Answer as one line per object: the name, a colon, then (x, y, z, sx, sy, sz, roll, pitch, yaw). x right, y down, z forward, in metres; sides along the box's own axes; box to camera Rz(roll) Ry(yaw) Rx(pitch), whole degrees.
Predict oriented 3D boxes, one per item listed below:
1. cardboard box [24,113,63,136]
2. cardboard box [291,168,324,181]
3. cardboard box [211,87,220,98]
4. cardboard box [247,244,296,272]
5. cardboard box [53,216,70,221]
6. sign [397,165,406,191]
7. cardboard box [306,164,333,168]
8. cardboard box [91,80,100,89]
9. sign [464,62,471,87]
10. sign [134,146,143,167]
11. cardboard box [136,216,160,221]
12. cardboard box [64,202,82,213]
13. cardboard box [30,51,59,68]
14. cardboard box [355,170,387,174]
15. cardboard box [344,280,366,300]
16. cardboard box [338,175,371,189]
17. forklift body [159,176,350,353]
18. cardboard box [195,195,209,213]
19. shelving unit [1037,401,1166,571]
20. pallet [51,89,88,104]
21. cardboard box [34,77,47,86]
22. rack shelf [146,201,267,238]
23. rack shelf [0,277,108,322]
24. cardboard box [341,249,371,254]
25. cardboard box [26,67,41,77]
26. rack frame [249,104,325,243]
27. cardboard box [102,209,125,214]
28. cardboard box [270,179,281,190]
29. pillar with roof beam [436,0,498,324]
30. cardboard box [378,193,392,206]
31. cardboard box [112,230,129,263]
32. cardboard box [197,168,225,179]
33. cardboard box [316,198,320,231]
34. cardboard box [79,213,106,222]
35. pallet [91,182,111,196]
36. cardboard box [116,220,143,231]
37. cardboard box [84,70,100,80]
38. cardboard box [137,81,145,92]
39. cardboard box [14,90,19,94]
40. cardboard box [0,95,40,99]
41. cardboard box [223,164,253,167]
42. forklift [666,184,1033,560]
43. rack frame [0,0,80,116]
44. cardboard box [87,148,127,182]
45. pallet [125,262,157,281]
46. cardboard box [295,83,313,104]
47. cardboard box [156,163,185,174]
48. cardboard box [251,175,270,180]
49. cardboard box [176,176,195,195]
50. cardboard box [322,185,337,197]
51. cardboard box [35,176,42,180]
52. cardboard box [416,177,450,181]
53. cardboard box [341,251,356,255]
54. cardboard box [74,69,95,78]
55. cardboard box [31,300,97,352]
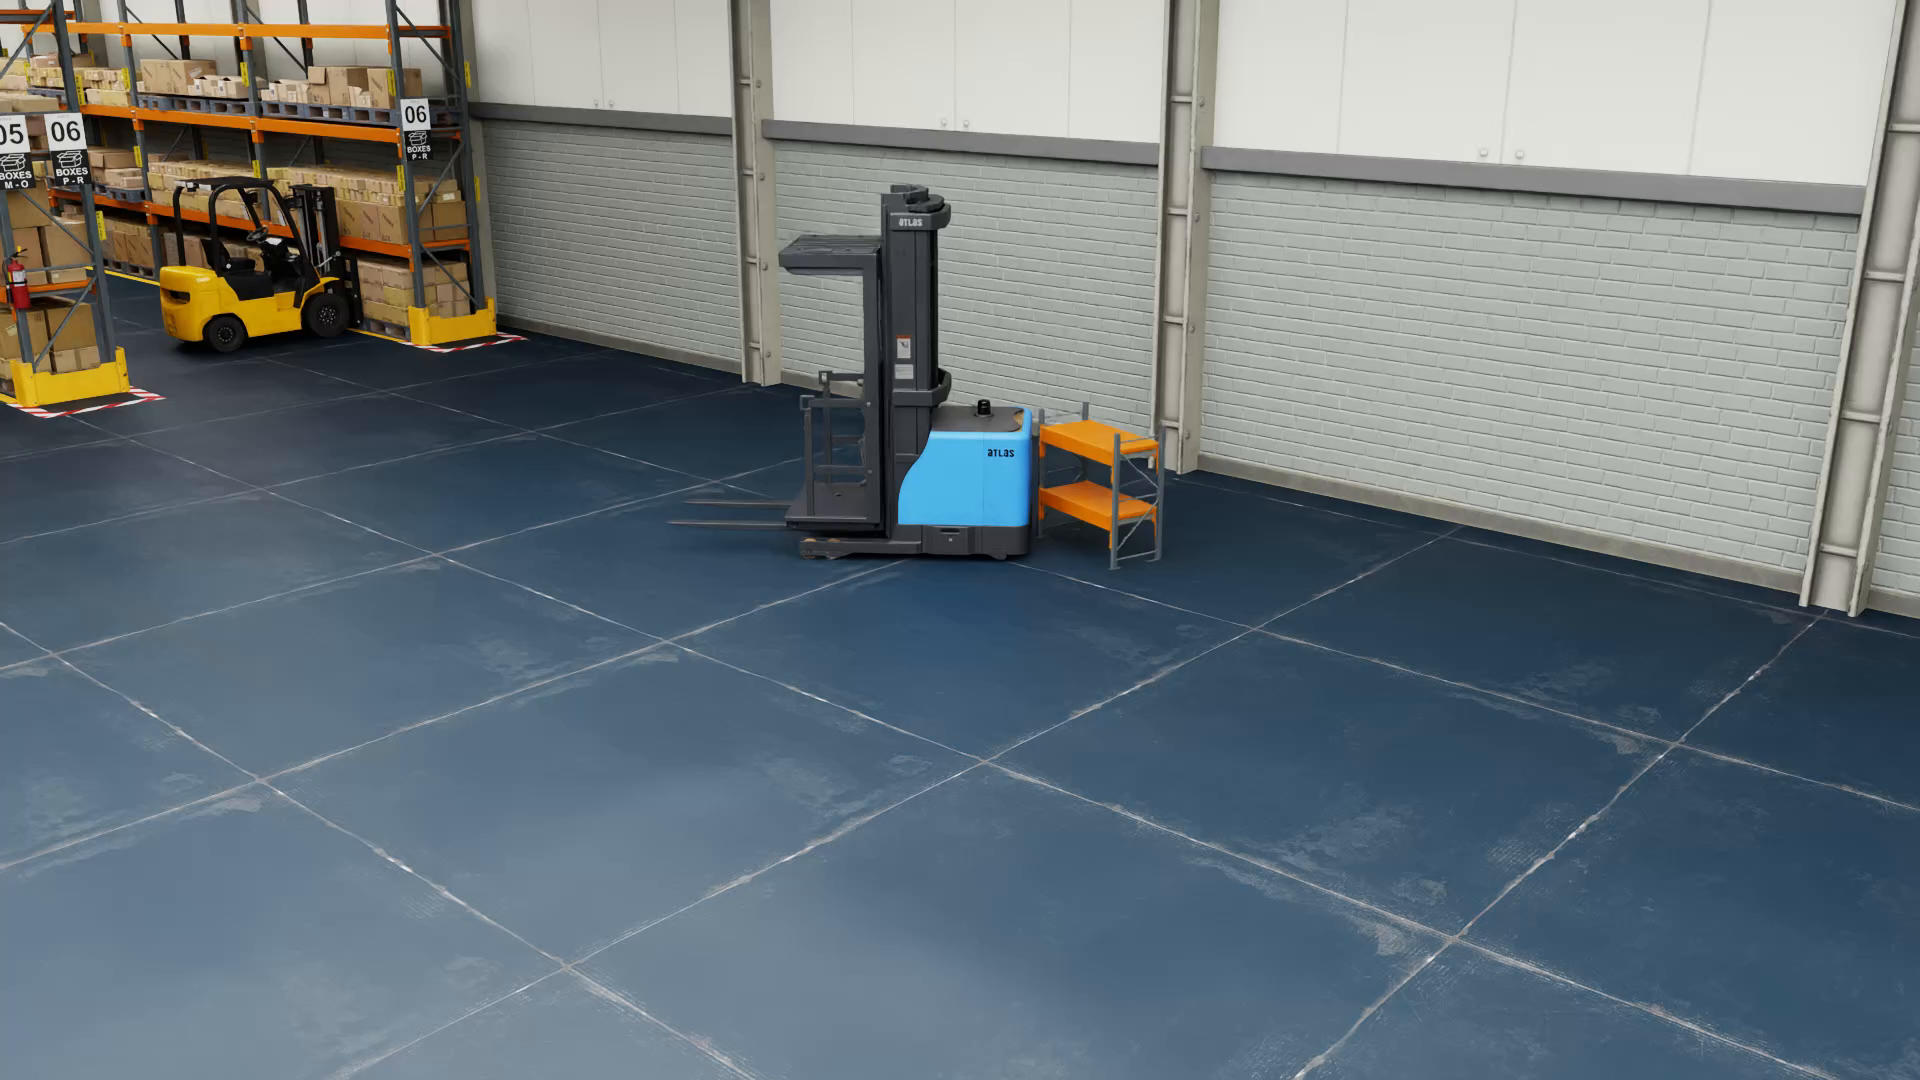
cardboard box: (-10.448, -4.740, 18.887, 0.500, 0.250, 0.500, 15, 23, 38)
cardboard box: (-9.455, -5.292, 24.100, 0.250, 0.149, 0.380, 14, 23, 38)
cardboard box: (-10.972, -6.716, 24.912, 0.250, 0.149, 0.380, 15, 23, 39)
cardboard box: (-10.346, -4.177, 25.545, 0.625, 0.625, 0.875, 16, 24, 42)
cardboard box: (-10.808, -3.530, 19.618, 0.500, 0.500, 0.500, 16, 24, 41)
sign: (-7.327, -4.748, 21.807, 0.005, 0.325, 0.100, 15, 23, 39)
cardboard box: (-9.509, -5.509, 24.782, 0.250, 0.149, 0.380, 15, 23, 39)
cardboard box: (-14.310, -7.638, 27.852, 0.250, 0.149, 0.380, 16, 24, 41)
sign: (-6.584, -6.211, 22.190, 0.005, 0.325, 0.100, 15, 23, 39)
sign: (-13.293, -6.199, 26.902, 0.005, 0.325, 0.100, 15, 23, 39)
cardboard box: (-14.126, -5.550, 29.006, 0.250, 0.149, 0.380, 15, 23, 40)
cardboard box: (-15.800, -5.954, 29.786, 0.250, 0.149, 0.380, 15, 23, 38)
cardboard box: (-15.938, -8.370, 28.947, 0.258, 0.266, 0.396, 15, 23, 39)
cardboard box: (-8.404, -5.187, 23.766, 0.250, 0.149, 0.380, 16, 24, 41)
cardboard box: (-8.296, -3.560, 23.395, 0.500, 0.250, 0.500, 14, 23, 38)
cardboard box: (-8.386, -4.959, 23.050, 0.250, 0.149, 0.380, 16, 23, 40)
forklift body: (-9.586, -3.766, 22.424, 1.214, 2.155, 2.313, 15, 23, 39)
cardboard box: (-11.621, -5.285, 26.053, 0.500, 0.250, 0.500, 16, 24, 41)
shelving unit: (1.149, -0.464, 13.715, 0.538, 1.125, 1.048, -11, 21, -31)
pallet: (-14.713, -7.598, 28.446, 1.003, 0.211, 1.213, 15, 23, 39)
cardboard box: (-15.802, -7.960, 28.833, 0.250, 0.149, 0.380, 15, 23, 40)
rack shelf: (-11.444, -5.065, 26.301, 4.000, 0.370, 1.077, 15, 23, 39)
rack shelf: (-11.744, -3.138, 20.229, 4.000, 0.370, 1.077, 15, 23, 39)
cardboard box: (-8.694, -4.114, 24.315, 0.500, 0.250, 0.500, 15, 23, 40)
cardboard box: (-16.000, -8.153, 28.947, 0.250, 0.149, 0.380, 16, 24, 41)
rack frame: (-9.948, -5.006, 24.927, 0.127, 3.000, 1.000, 15, 23, 39)
cardboard box: (-15.265, -5.870, 30.015, 0.250, 0.149, 0.380, 15, 23, 39)
cardboard box: (-9.885, -5.239, 24.424, 0.250, 0.149, 0.380, 15, 23, 38)
pillar with roof beam: (-9.737, -6.432, 19.503, 0.400, 9.000, 9.100, 15, 23, 39)
cardboard box: (-7.613, -4.611, 22.443, 0.250, 0.149, 0.380, 16, 23, 40)
cardboard box: (-14.160, -5.062, 28.540, 0.500, 0.500, 0.500, 16, 24, 42)
cardboard box: (-11.576, -5.667, 25.771, 0.250, 0.149, 0.380, 14, 23, 38)
cardboard box: (-9.010, -4.703, 23.808, 0.500, 0.500, 0.500, 15, 23, 39)
cardboard box: (-15.382, -5.711, 29.514, 0.250, 0.149, 0.380, 14, 22, 36)
pallet: (-14.398, -6.107, 28.714, 1.213, 0.211, 1.003, 15, 23, 39)
cardboard box: (-14.224, -5.393, 28.511, 0.250, 0.149, 0.380, 15, 23, 38)
cardboard box: (-14.364, -7.762, 27.749, 0.250, 0.149, 0.380, 15, 23, 39)
cardboard box: (-12.881, -7.237, 26.523, 0.250, 0.166, 0.380, 15, 23, 39)
cardboard box: (-16.773, -8.033, 29.923, 0.250, 0.149, 0.380, 16, 24, 41)
cardboard box: (-10.862, -5.065, 19.251, 0.250, 0.149, 0.380, 15, 23, 39)
cardboard box: (-11.524, -5.919, 26.565, 0.250, 0.149, 0.380, 15, 23, 38)
forklift: (-0.916, -1.395, 13.663, 3.031, 2.935, 1.130, 1, 18, 4)
rack frame: (-10.249, -5.939, 17.948, 0.127, 3.000, 1.000, 15, 23, 39)
cardboard box: (-14.744, -6.451, 28.620, 0.500, 0.500, 0.700, 15, 23, 39)
pallet: (-13.473, -4.639, 28.379, 1.213, 0.211, 1.003, 15, 23, 39)
cardboard box: (-9.040, -6.253, 23.259, 0.258, 0.266, 0.396, 14, 23, 38)
cardboard box: (-12.697, -5.982, 26.765, 0.250, 0.149, 0.380, 16, 23, 40)
cardboard box: (-10.351, -5.381, 24.871, 0.250, 0.149, 0.380, 16, 24, 41)
cardboard box: (-12.017, -5.622, 26.288, 0.500, 0.250, 0.500, 14, 23, 38)
cardboard box: (-8.741, -4.924, 23.432, 0.250, 0.149, 0.380, 14, 23, 38)
cardboard box: (-16.547, -6.547, 30.197, 0.250, 0.149, 0.380, 16, 24, 41)
cardboard box: (-7.223, -4.885, 22.816, 0.250, 0.149, 0.380, 16, 24, 41)
cardboard box: (-9.039, -4.002, 23.961, 0.500, 0.250, 0.500, 16, 24, 41)
cardboard box: (-14.809, -7.857, 28.015, 0.250, 0.149, 0.380, 15, 23, 40)
cardboard box: (-10.686, -2.555, 19.816, 0.500, 0.500, 0.500, 14, 22, 37)
